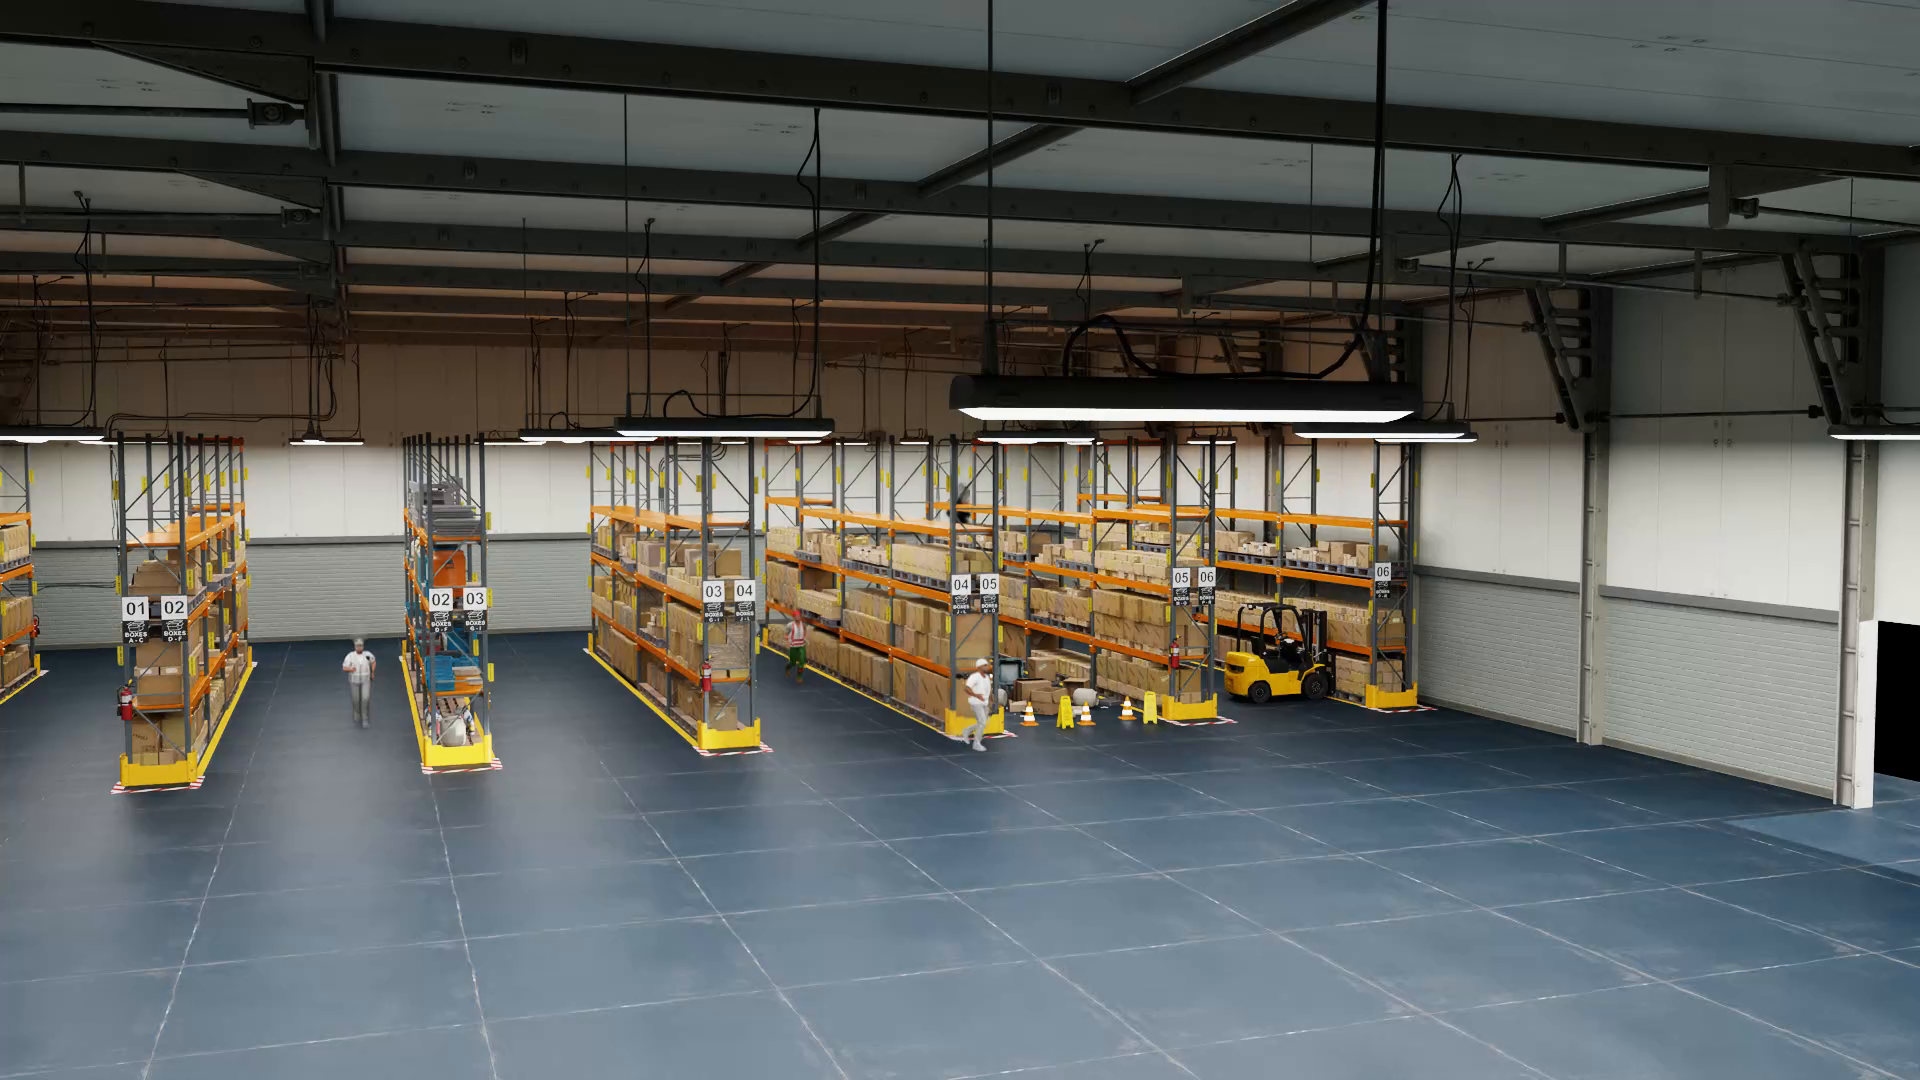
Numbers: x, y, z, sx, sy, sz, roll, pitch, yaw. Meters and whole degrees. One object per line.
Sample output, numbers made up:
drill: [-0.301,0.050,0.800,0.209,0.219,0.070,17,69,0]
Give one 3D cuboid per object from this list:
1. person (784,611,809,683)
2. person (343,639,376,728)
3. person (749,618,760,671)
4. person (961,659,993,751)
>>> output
person: [-4.016,2.591,40.648,0.643,1.758,0.873,-2,4,-28]
person: [-12.358,2.915,34.246,0.659,1.791,0.967,-1,3,-23]
person: [-5.379,2.559,42.644,0.500,1.578,0.731,-2,4,-31]
person: [0.332,3.119,31.709,0.641,1.714,0.738,2,4,35]
